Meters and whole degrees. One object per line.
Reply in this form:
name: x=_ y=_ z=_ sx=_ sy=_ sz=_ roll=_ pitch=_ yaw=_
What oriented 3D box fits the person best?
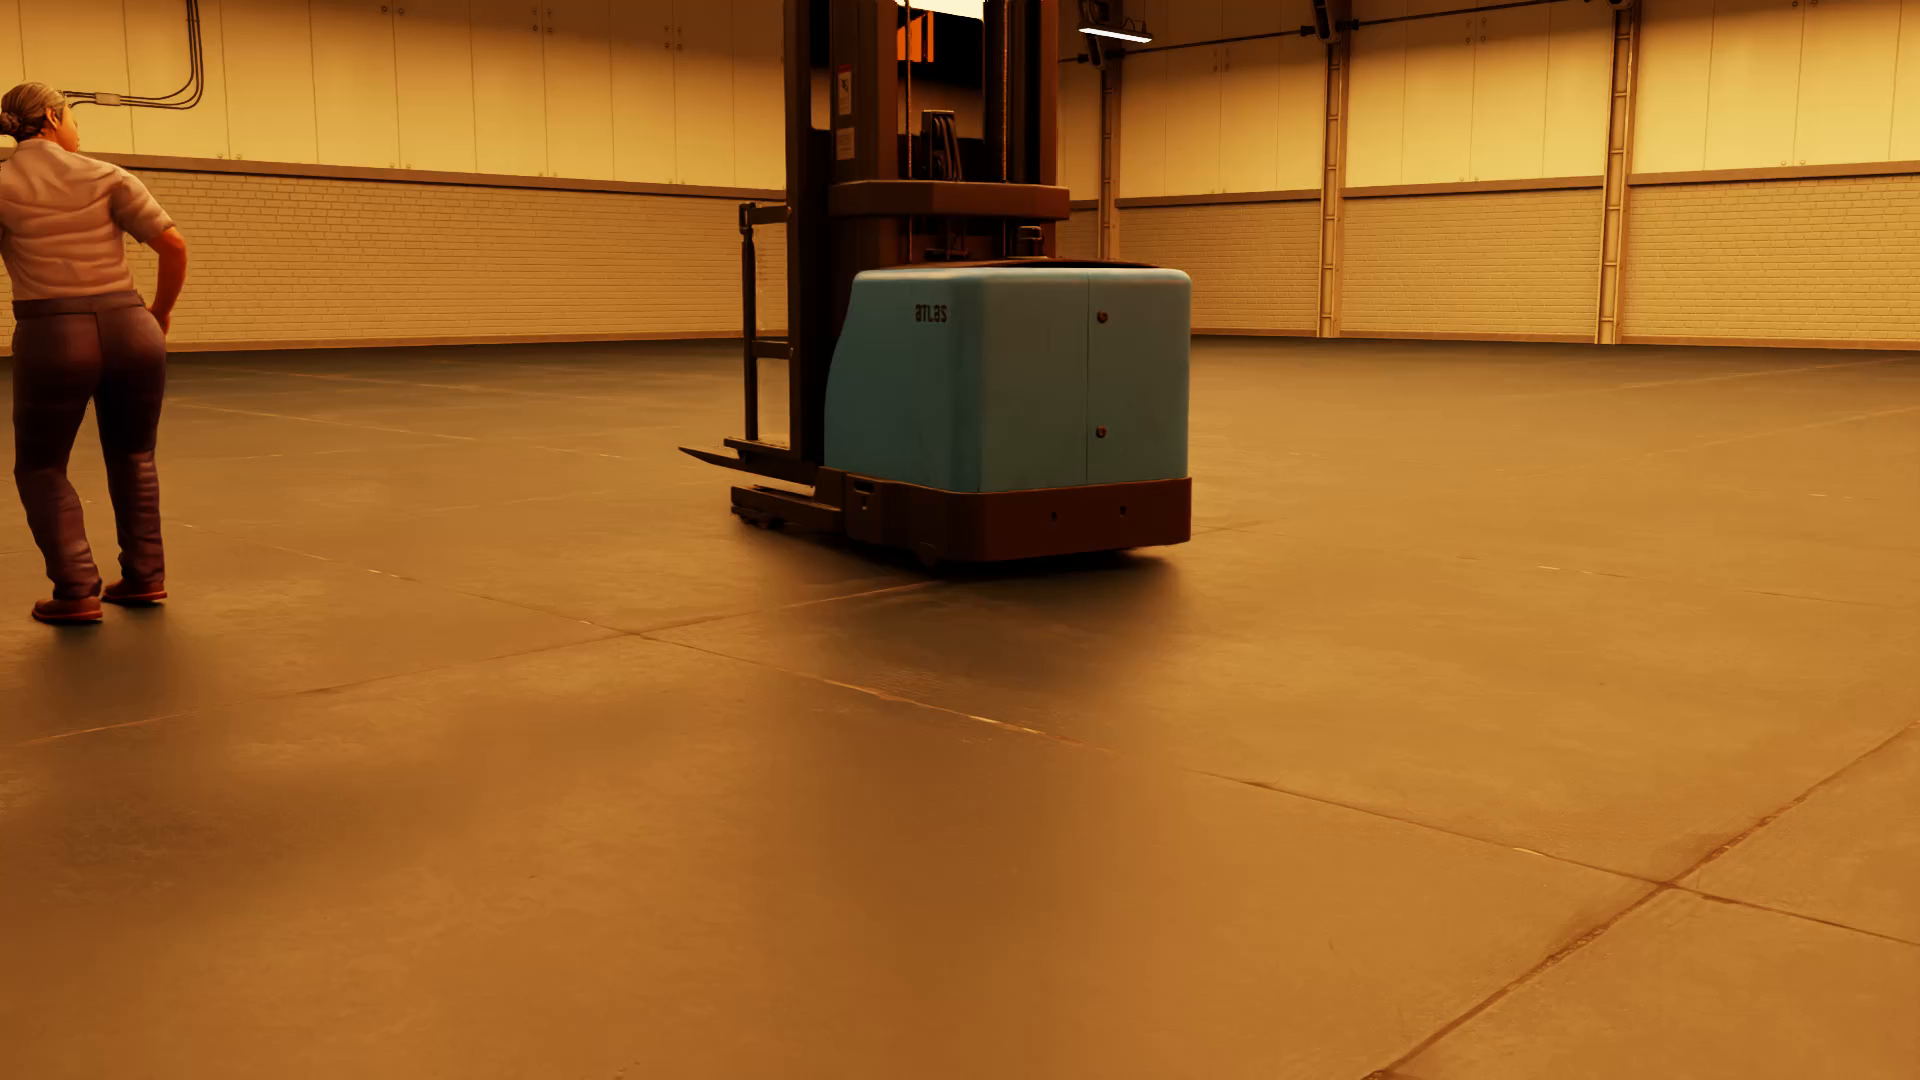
person: x=-2.748 y=-0.566 z=5.093 sx=0.677 sy=1.618 sz=0.487 roll=-7 pitch=11 yaw=-41

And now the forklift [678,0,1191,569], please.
forklift: x=-0.335 y=-1.527 z=7.012 sx=1.130 sy=2.935 sz=3.031 roll=-5 pitch=10 yaw=-31
